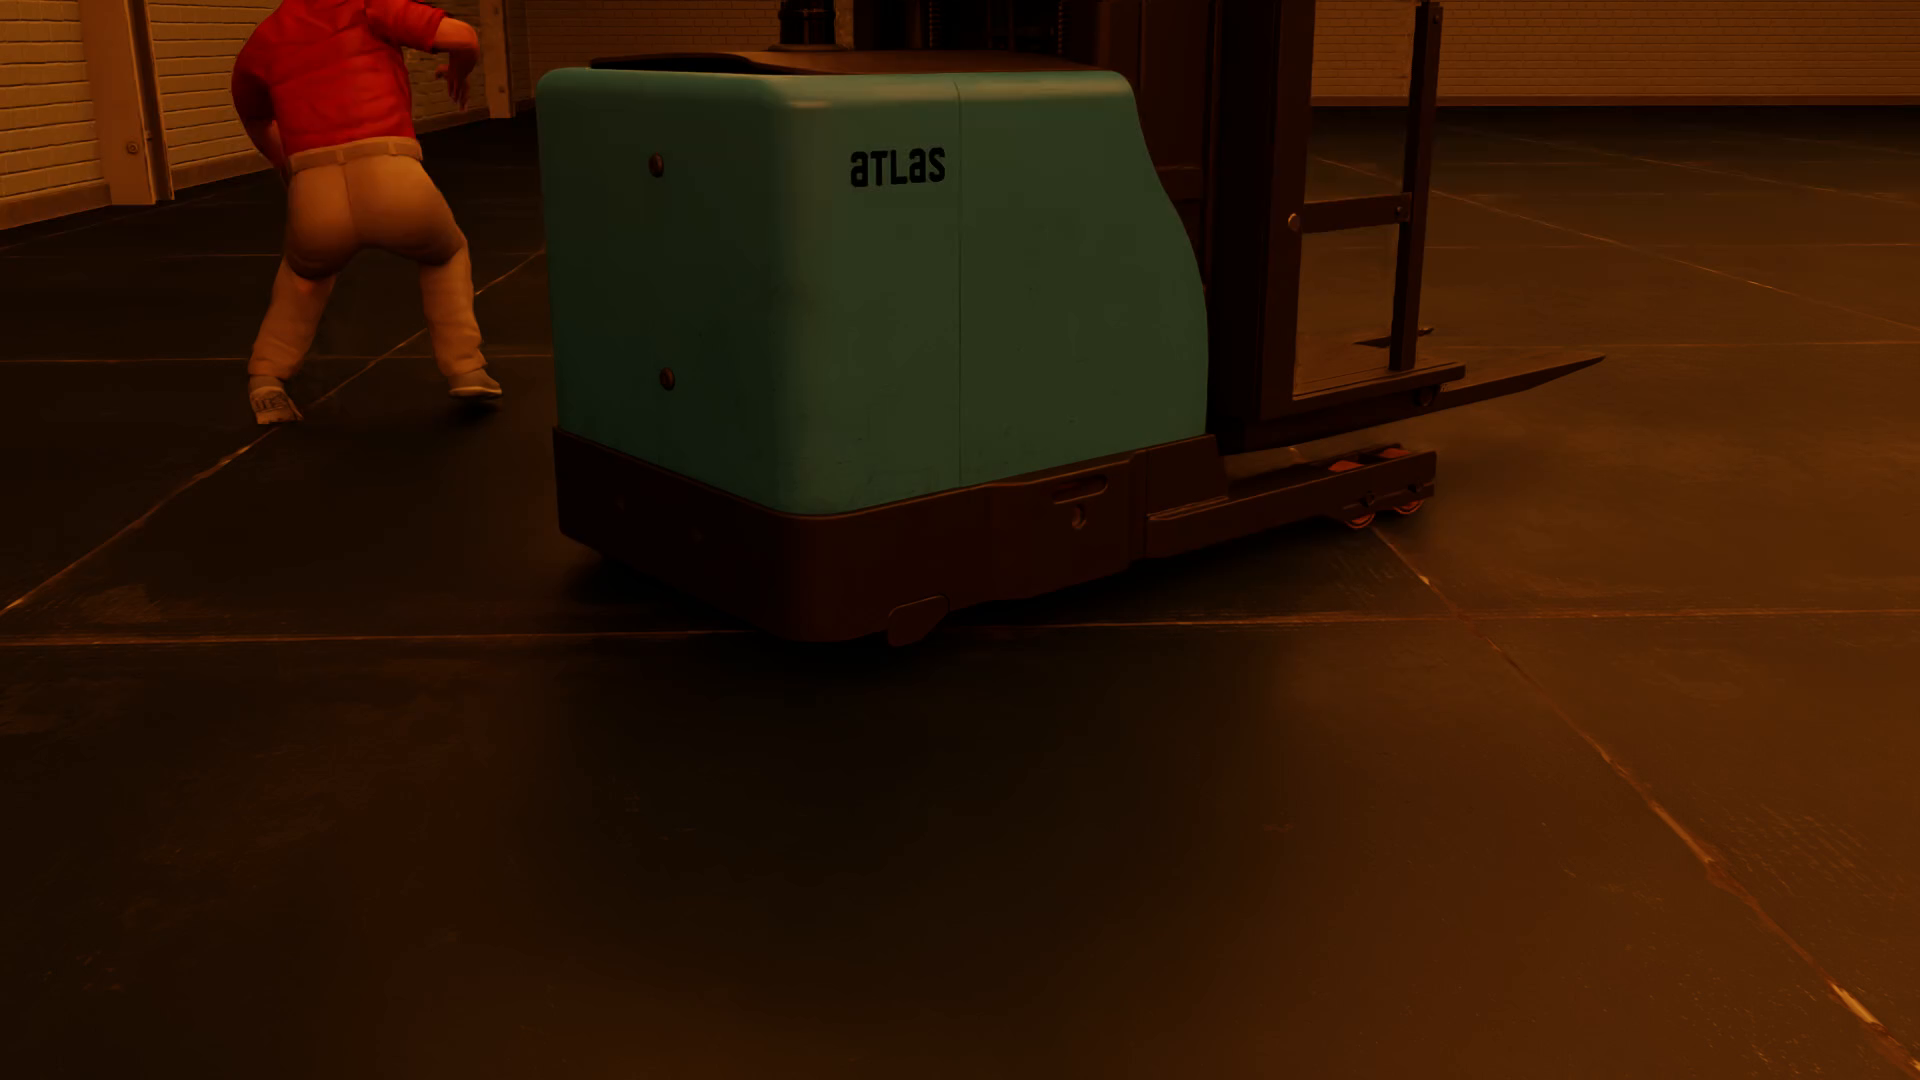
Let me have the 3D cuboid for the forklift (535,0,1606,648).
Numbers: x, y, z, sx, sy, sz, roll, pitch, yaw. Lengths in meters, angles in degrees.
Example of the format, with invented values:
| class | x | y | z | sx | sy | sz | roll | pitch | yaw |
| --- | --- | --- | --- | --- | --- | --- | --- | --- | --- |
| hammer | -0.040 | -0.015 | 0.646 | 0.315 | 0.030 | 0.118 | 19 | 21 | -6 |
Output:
| class | x | y | z | sx | sy | sz | roll | pitch | yaw |
| --- | --- | --- | --- | --- | --- | --- | --- | --- | --- |
| forklift | 0.553 | -1.532 | 3.914 | 3.031 | 2.935 | 1.130 | -14 | 22 | -38 |

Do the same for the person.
| class | x | y | z | sx | sy | sz | roll | pitch | yaw |
| --- | --- | --- | --- | --- | --- | --- | --- | --- | --- |
| person | -1.790 | -1.082 | 5.052 | 0.794 | 1.498 | 0.896 | -1 | 17 | -3 |
